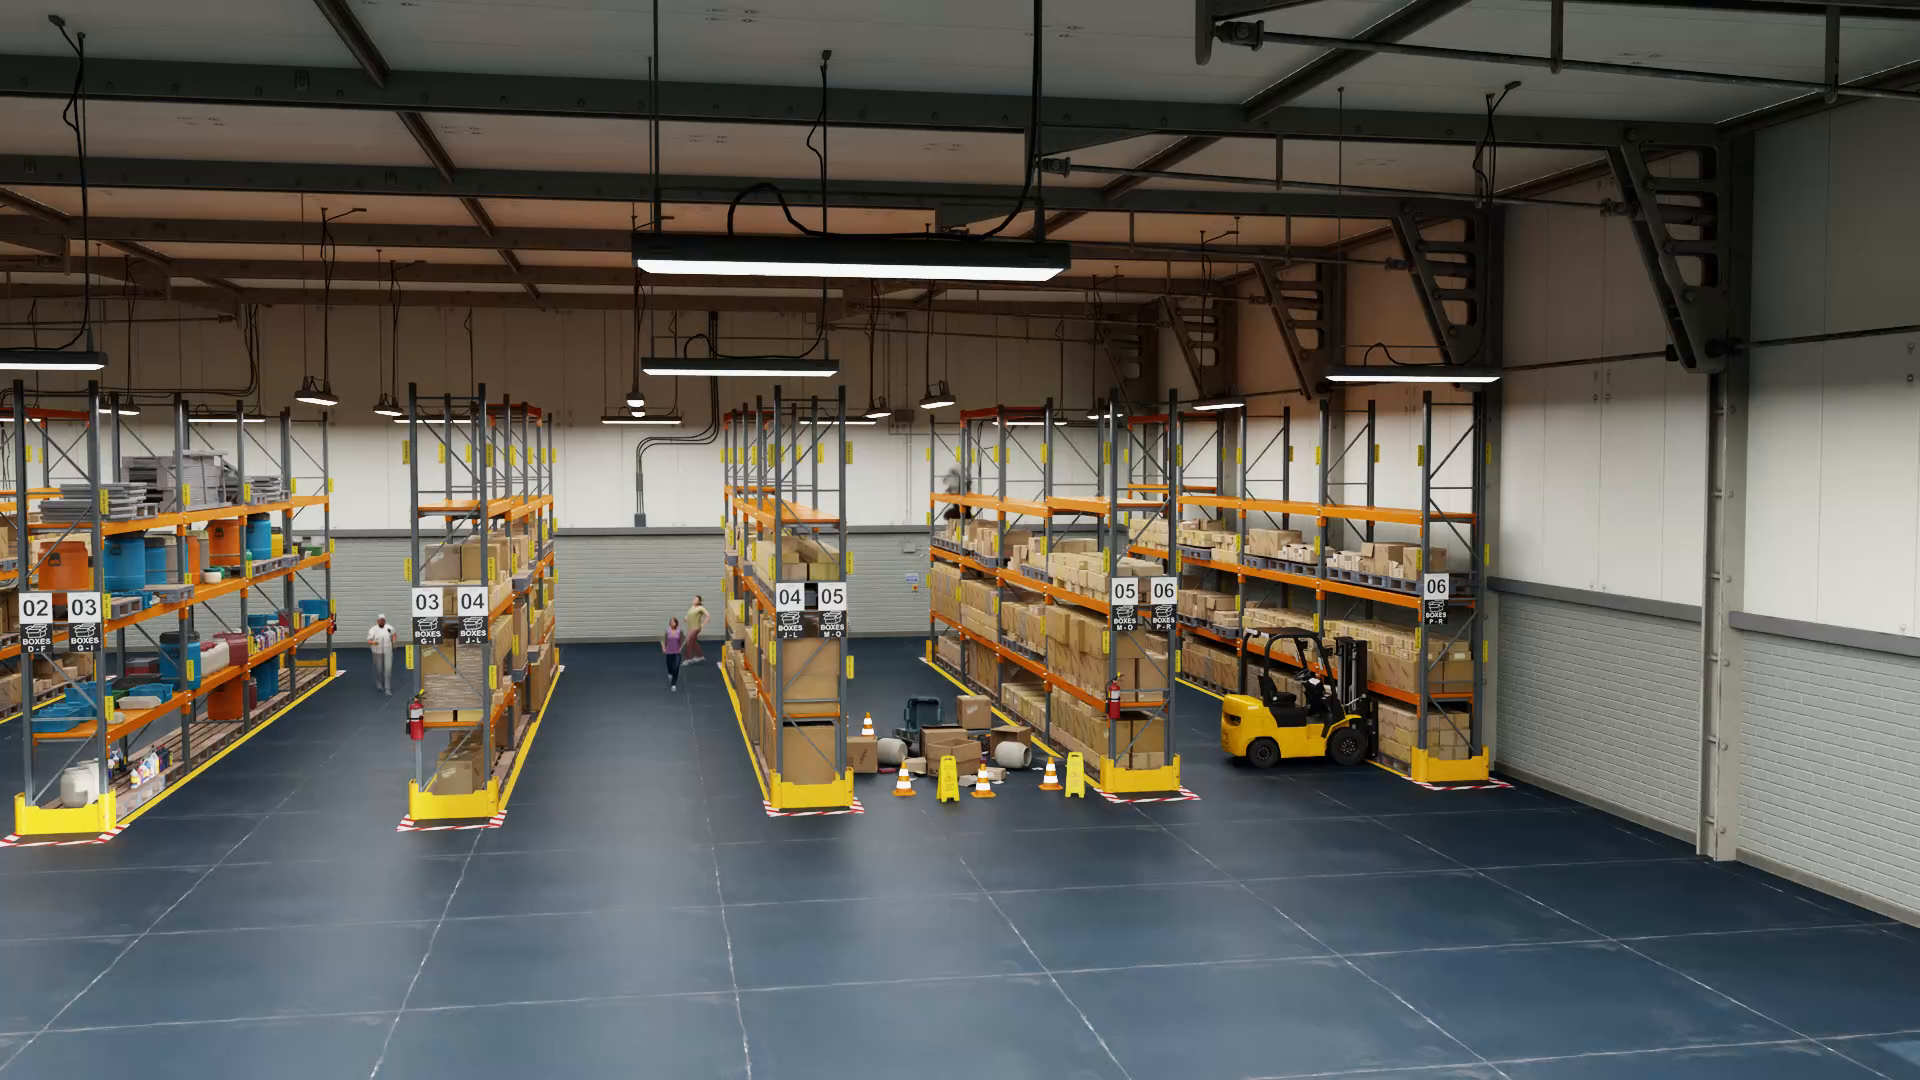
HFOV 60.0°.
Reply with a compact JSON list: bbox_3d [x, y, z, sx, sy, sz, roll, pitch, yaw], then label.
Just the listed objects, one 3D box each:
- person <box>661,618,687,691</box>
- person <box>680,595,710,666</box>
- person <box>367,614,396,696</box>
[{"bbox_3d":[-6.123,2.544,35.623,0.547,1.337,0.552,0,3,-8],"label":"person"},{"bbox_3d":[-6.343,2.161,39.844,0.716,1.696,0.635,-3,4,-43],"label":"person"},{"bbox_3d":[-12.162,2.394,34.995,0.604,1.688,0.923,-1,3,-23],"label":"person"}]
